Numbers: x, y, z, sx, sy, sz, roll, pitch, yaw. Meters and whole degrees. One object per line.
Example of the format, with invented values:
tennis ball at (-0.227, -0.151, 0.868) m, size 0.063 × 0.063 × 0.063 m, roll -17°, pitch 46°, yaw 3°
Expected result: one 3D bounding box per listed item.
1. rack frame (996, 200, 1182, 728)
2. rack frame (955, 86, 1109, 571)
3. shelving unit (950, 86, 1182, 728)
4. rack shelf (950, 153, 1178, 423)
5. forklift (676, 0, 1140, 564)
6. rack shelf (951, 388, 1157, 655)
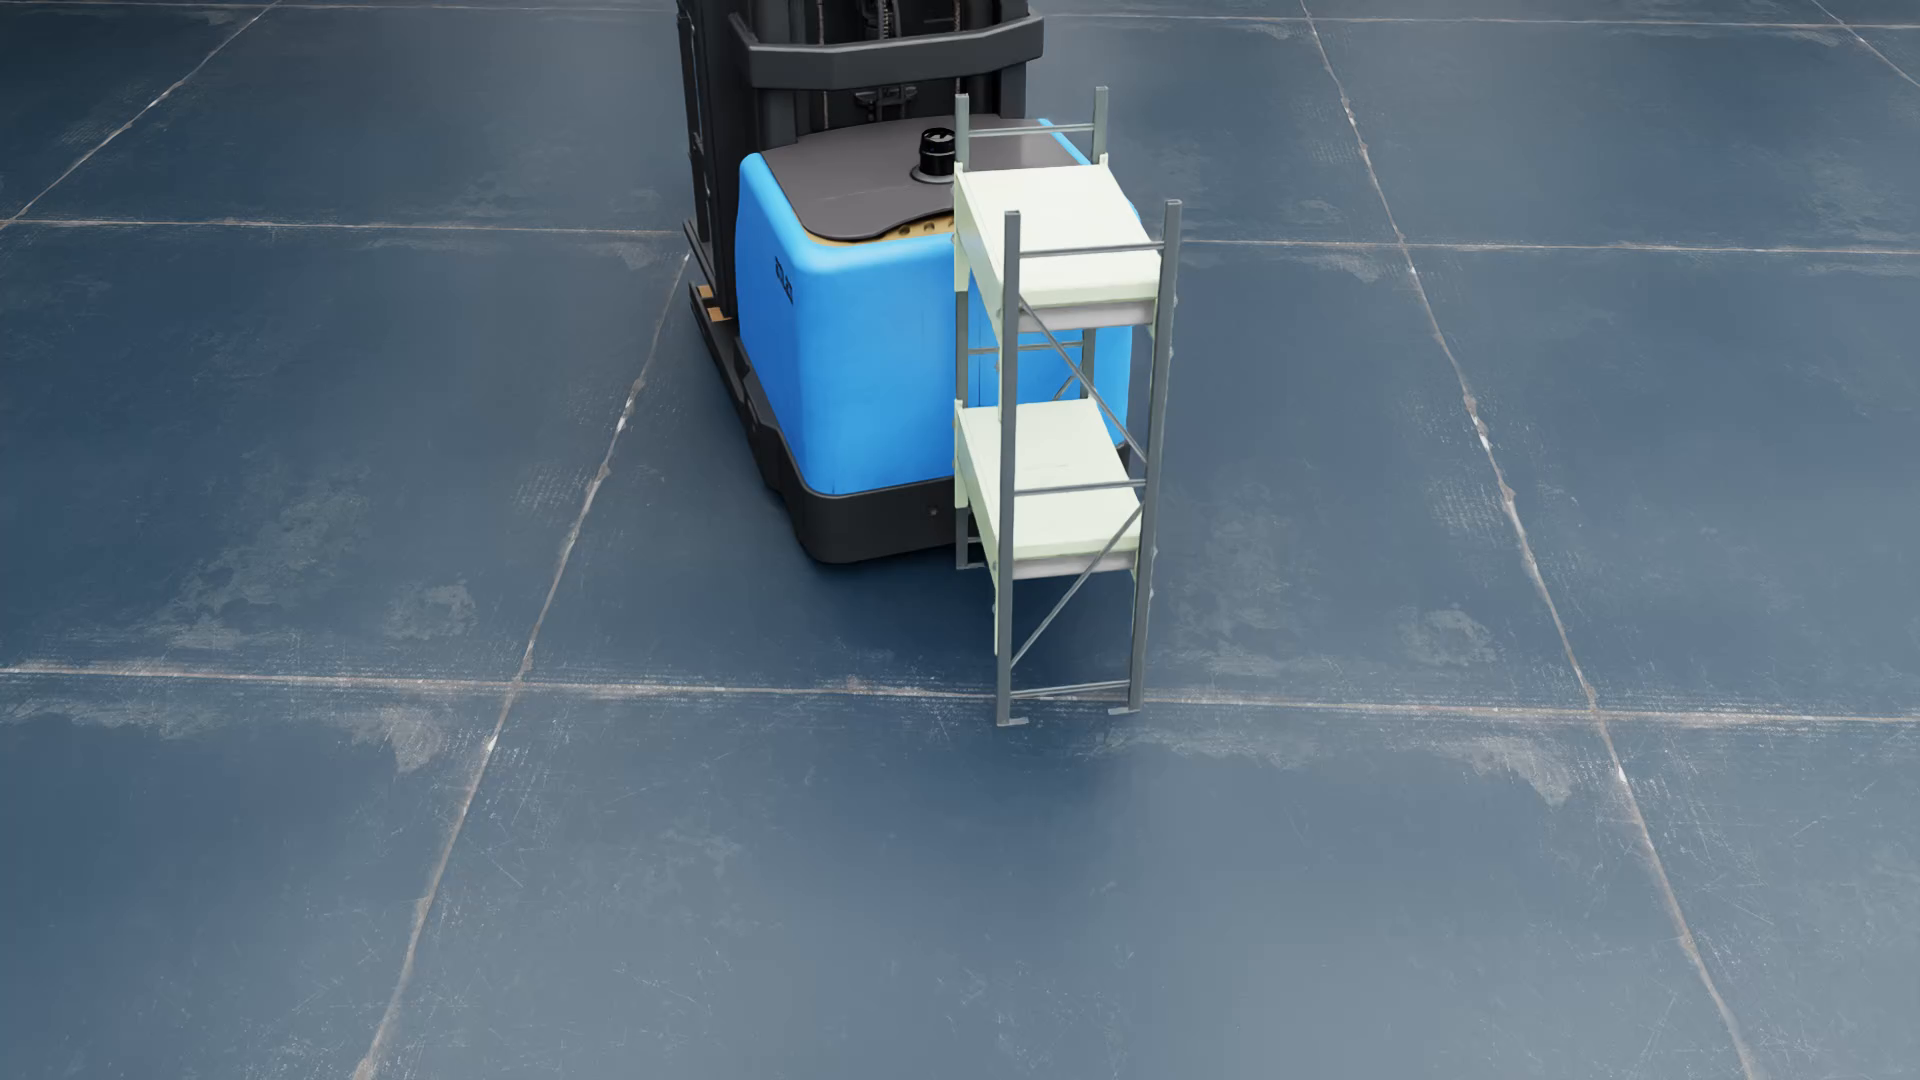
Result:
rack frame at (0.297, -0.126, 4.125) m, size 0.400 × 1.500 × 0.023 m, roll -5°, pitch 35°, yaw -7°
rack frame at (0.186, -0.542, 4.717) m, size 0.400 × 1.500 × 0.023 m, roll -5°, pitch 35°, yaw -7°
shelving unit at (0.241, -0.334, 4.421) m, size 0.431 × 1.500 × 0.755 m, roll -5°, pitch 35°, yaw -7°
rack shelf at (0.241, -0.653, 4.197) m, size 0.431 × 0.370 × 0.720 m, roll -5°, pitch 35°, yaw -7°
forklift at (-0.404, -1.973, 5.509) m, size 1.130 × 2.935 × 3.031 m, roll -11°, pitch 36°, yaw -15°
rack shelf at (0.241, -0.067, 4.609) m, size 0.431 × 0.370 × 0.720 m, roll -5°, pitch 35°, yaw -7°
